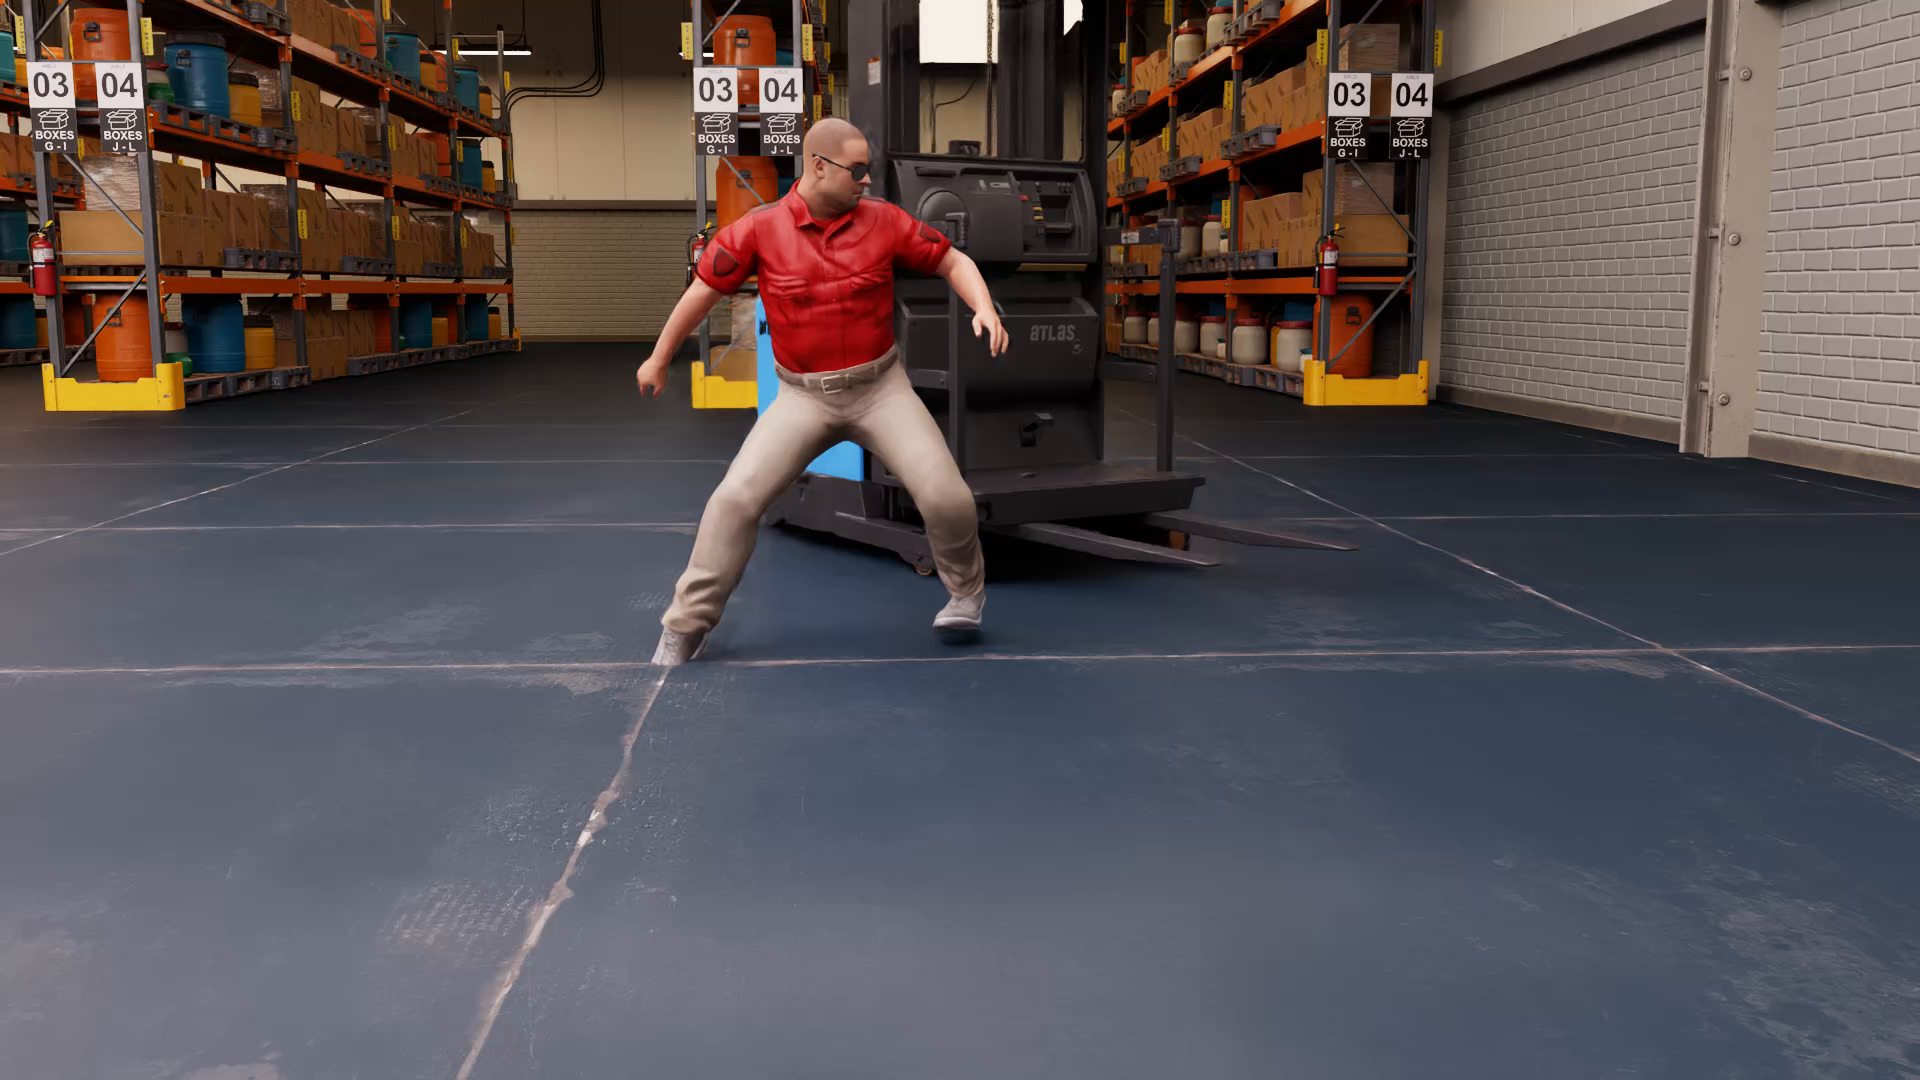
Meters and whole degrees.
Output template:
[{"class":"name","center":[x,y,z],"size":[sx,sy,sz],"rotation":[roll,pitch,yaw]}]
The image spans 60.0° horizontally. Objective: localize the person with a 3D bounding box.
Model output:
[{"class":"person","center":[-0.428,-0.373,4.957],"size":[1.109,1.703,0.578],"rotation":[-1,8,-4]}]

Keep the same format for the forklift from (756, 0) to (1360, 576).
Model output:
[{"class":"forklift","center":[0.266,-1.365,6.525],"size":[1.130,2.935,3.031],"rotation":[-5,10,-32]}]
